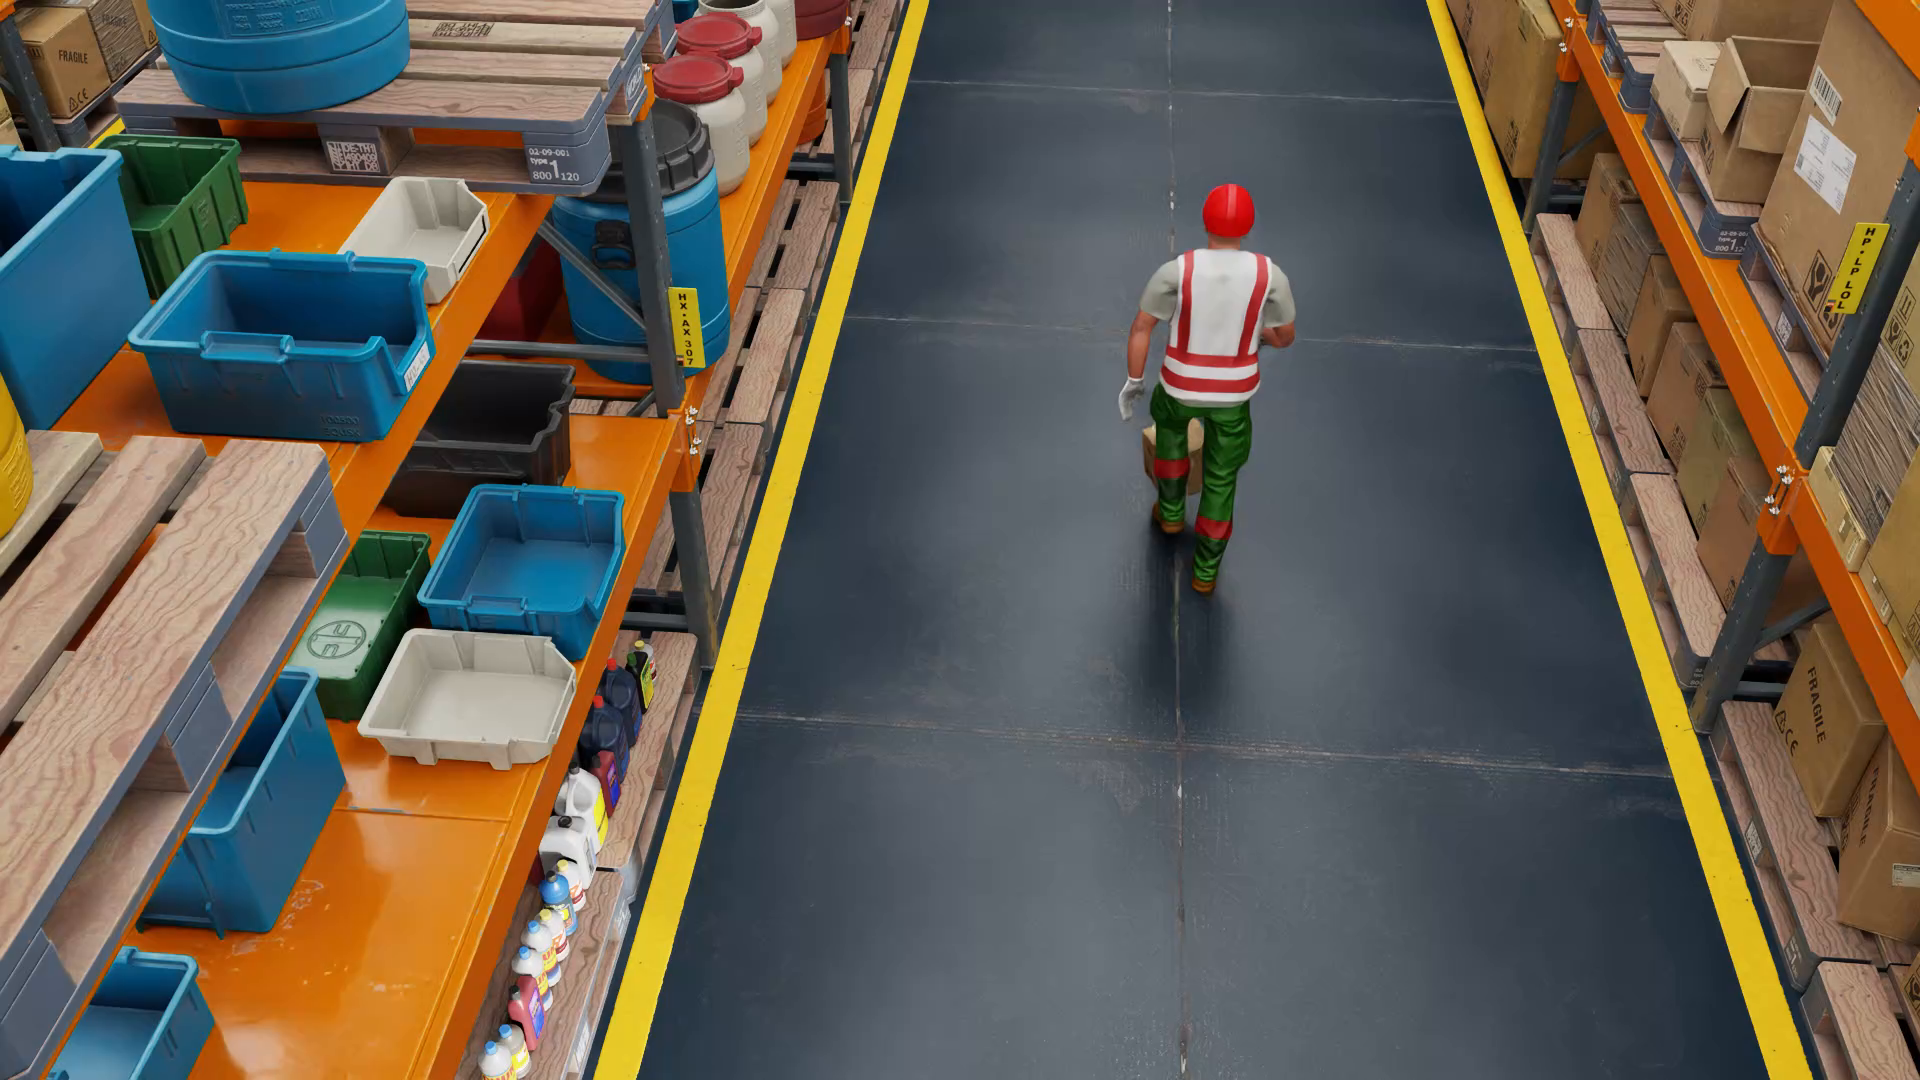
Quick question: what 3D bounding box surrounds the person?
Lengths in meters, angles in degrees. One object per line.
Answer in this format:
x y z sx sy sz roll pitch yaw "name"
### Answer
1.022 -0.664 6.964 0.686 1.752 0.702 6 40 7 "person"
